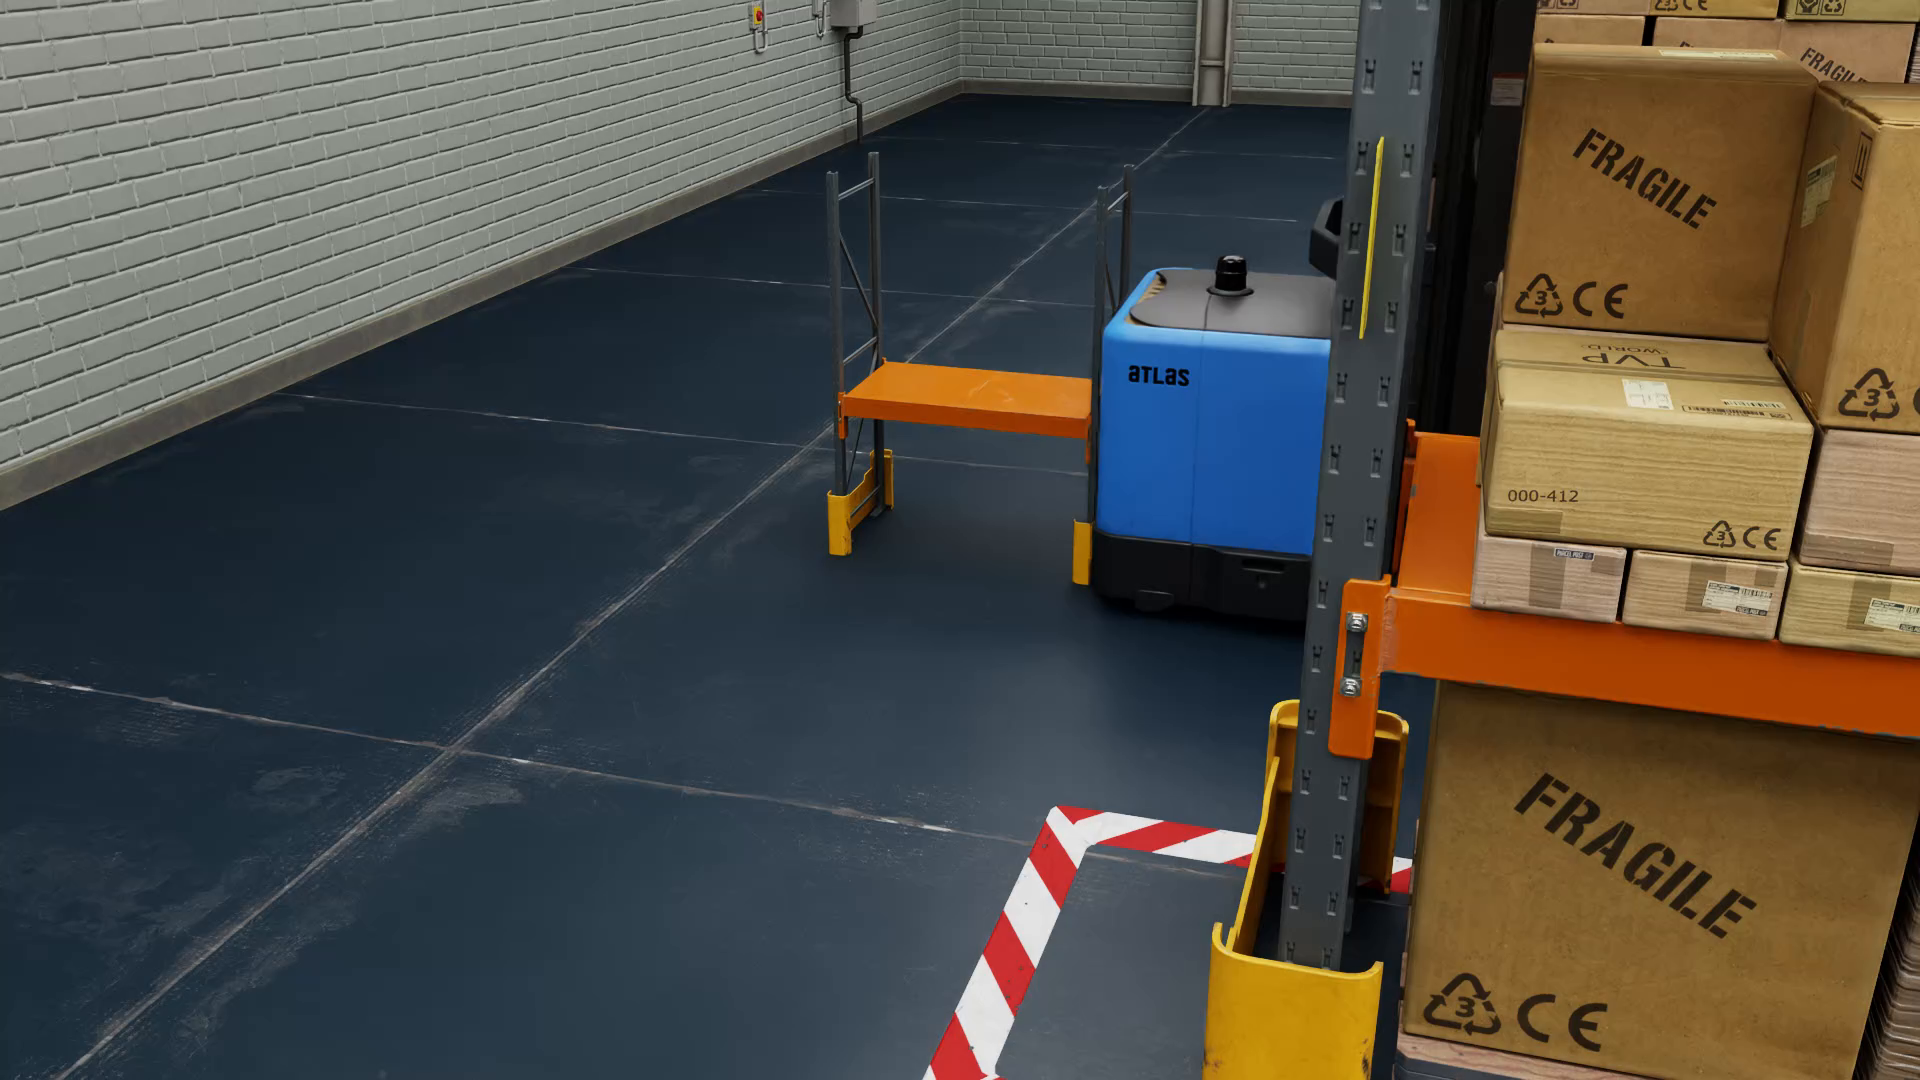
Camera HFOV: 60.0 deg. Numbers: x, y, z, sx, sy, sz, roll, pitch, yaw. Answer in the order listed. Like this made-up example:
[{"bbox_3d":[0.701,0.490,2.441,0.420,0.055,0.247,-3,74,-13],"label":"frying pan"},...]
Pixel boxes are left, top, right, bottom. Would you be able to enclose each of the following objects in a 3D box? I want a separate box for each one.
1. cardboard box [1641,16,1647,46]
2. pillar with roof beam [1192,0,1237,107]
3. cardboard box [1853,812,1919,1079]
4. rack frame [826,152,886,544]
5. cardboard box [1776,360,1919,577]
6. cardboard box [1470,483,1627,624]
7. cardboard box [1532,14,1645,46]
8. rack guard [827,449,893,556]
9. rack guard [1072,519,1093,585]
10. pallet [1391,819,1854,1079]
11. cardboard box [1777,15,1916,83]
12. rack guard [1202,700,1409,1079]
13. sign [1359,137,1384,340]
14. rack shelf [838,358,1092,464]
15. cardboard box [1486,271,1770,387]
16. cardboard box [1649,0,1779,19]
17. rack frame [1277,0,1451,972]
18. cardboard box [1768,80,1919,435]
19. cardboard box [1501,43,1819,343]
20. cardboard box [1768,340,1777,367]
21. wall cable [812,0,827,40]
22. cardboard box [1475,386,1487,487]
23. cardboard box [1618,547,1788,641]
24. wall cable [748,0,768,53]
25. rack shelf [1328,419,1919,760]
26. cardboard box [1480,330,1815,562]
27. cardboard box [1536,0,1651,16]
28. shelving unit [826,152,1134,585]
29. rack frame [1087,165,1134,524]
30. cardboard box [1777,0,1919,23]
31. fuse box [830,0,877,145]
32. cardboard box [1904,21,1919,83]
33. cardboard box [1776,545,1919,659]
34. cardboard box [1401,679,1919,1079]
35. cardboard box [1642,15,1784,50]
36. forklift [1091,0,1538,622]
[{"bbox_3d":[3.388,-2.234,7.739,0.500,0.500,0.500,6,23,15],"label":"cardboard box"},{"bbox_3d":[1.591,-7.512,13.226,0.400,9.000,9.100,7,23,16],"label":"pillar with roof beam"},{"bbox_3d":[2.370,0.657,3.463,0.875,0.875,0.875,7,23,16],"label":"cardboard box"},{"bbox_3d":[-0.405,-0.740,6.598,0.032,1.500,0.500,7,23,16],"label":"rack frame"},{"bbox_3d":[1.744,-0.136,2.954,0.500,0.250,0.500,6,23,15],"label":"cardboard box"},{"bbox_3d":[1.107,0.002,3.143,0.250,0.149,0.380,7,23,16],"label":"cardboard box"},{"bbox_3d":[2.742,-2.098,7.409,0.500,0.500,0.500,8,24,18],"label":"cardboard box"},{"bbox_3d":[-0.404,-0.162,6.835,0.087,0.250,0.587,7,23,16],"label":"rack guard"},{"bbox_3d":[0.550,-0.053,6.569,0.087,0.250,0.587,7,23,16],"label":"rack guard"},{"bbox_3d":[1.651,1.076,3.868,1.213,0.211,1.003,7,23,16],"label":"pallet"},{"bbox_3d":[3.727,-1.991,7.147,0.500,0.500,0.500,7,23,16],"label":"cardboard box"},{"bbox_3d":[0.840,0.881,3.964,0.348,0.500,1.175,7,23,16],"label":"rack guard"},{"bbox_3d":[0.697,-0.509,2.814,0.005,0.325,0.100,7,23,16],"label":"sign"},{"bbox_3d":[0.082,-0.518,6.531,1.000,0.185,0.538,7,23,16],"label":"rack shelf"},{"bbox_3d":[1.403,-0.384,3.560,0.500,0.250,0.500,6,23,15],"label":"cardboard box"},{"bbox_3d":[3.230,-2.512,7.100,0.500,0.500,0.500,7,23,17],"label":"cardboard box"},{"bbox_3d":[0.863,-0.273,3.483,0.127,3.000,1.000,7,23,16],"label":"rack frame"},{"bbox_3d":[1.723,-0.483,2.812,0.500,0.500,0.500,6,23,14],"label":"cardboard box"},{"bbox_3d":[1.405,-0.730,3.415,0.500,0.500,0.500,7,23,16],"label":"cardboard box"},{"bbox_3d":[1.889,-0.329,3.424,0.500,0.250,0.500,6,23,15],"label":"cardboard box"},{"bbox_3d":[-1.281,-5.470,14.814,0.122,1.984,0.588,7,23,16],"label":"wall cable"},{"bbox_3d":[1.299,-0.237,3.727,0.250,0.149,0.380,7,23,17],"label":"cardboard box"},{"bbox_3d":[1.353,0.030,3.076,0.250,0.149,0.380,6,23,15],"label":"cardboard box"},{"bbox_3d":[-1.680,-4.968,13.548,0.123,1.953,0.585,7,23,16],"label":"wall cable"},{"bbox_3d":[2.777,0.279,3.085,4.000,0.370,1.077,7,23,16],"label":"rack shelf"},{"bbox_3d":[1.244,-0.190,3.088,0.500,0.250,0.500,6,23,14],"label":"cardboard box"},{"bbox_3d":[2.745,-2.565,7.229,0.500,0.500,0.500,6,23,15],"label":"cardboard box"},{"bbox_3d":[0.073,-0.686,6.465,1.083,1.500,0.587,7,23,16],"label":"shelving unit"},{"bbox_3d":[0.568,-0.629,6.327,0.032,1.500,0.500,7,23,16],"label":"rack frame"},{"bbox_3d":[3.722,-2.447,6.941,0.500,0.500,0.500,6,23,14],"label":"cardboard box"},{"bbox_3d":[-0.933,-4.634,15.813,0.414,1.711,0.539,7,23,16],"label":"fuse box"},{"bbox_3d":[4.217,-1.937,7.016,0.500,0.500,0.500,6,23,14],"label":"cardboard box"},{"bbox_3d":[1.598,0.058,3.008,0.250,0.149,0.380,6,23,14],"label":"cardboard box"},{"bbox_3d":[1.498,0.557,3.706,0.875,0.875,0.875,7,23,16],"label":"cardboard box"},{"bbox_3d":[3.262,-2.049,7.289,0.500,0.500,0.500,7,23,16],"label":"cardboard box"},{"bbox_3d":[2.061,-1.127,5.655,3.031,2.935,1.130,6,23,14],"label":"forklift"}]
